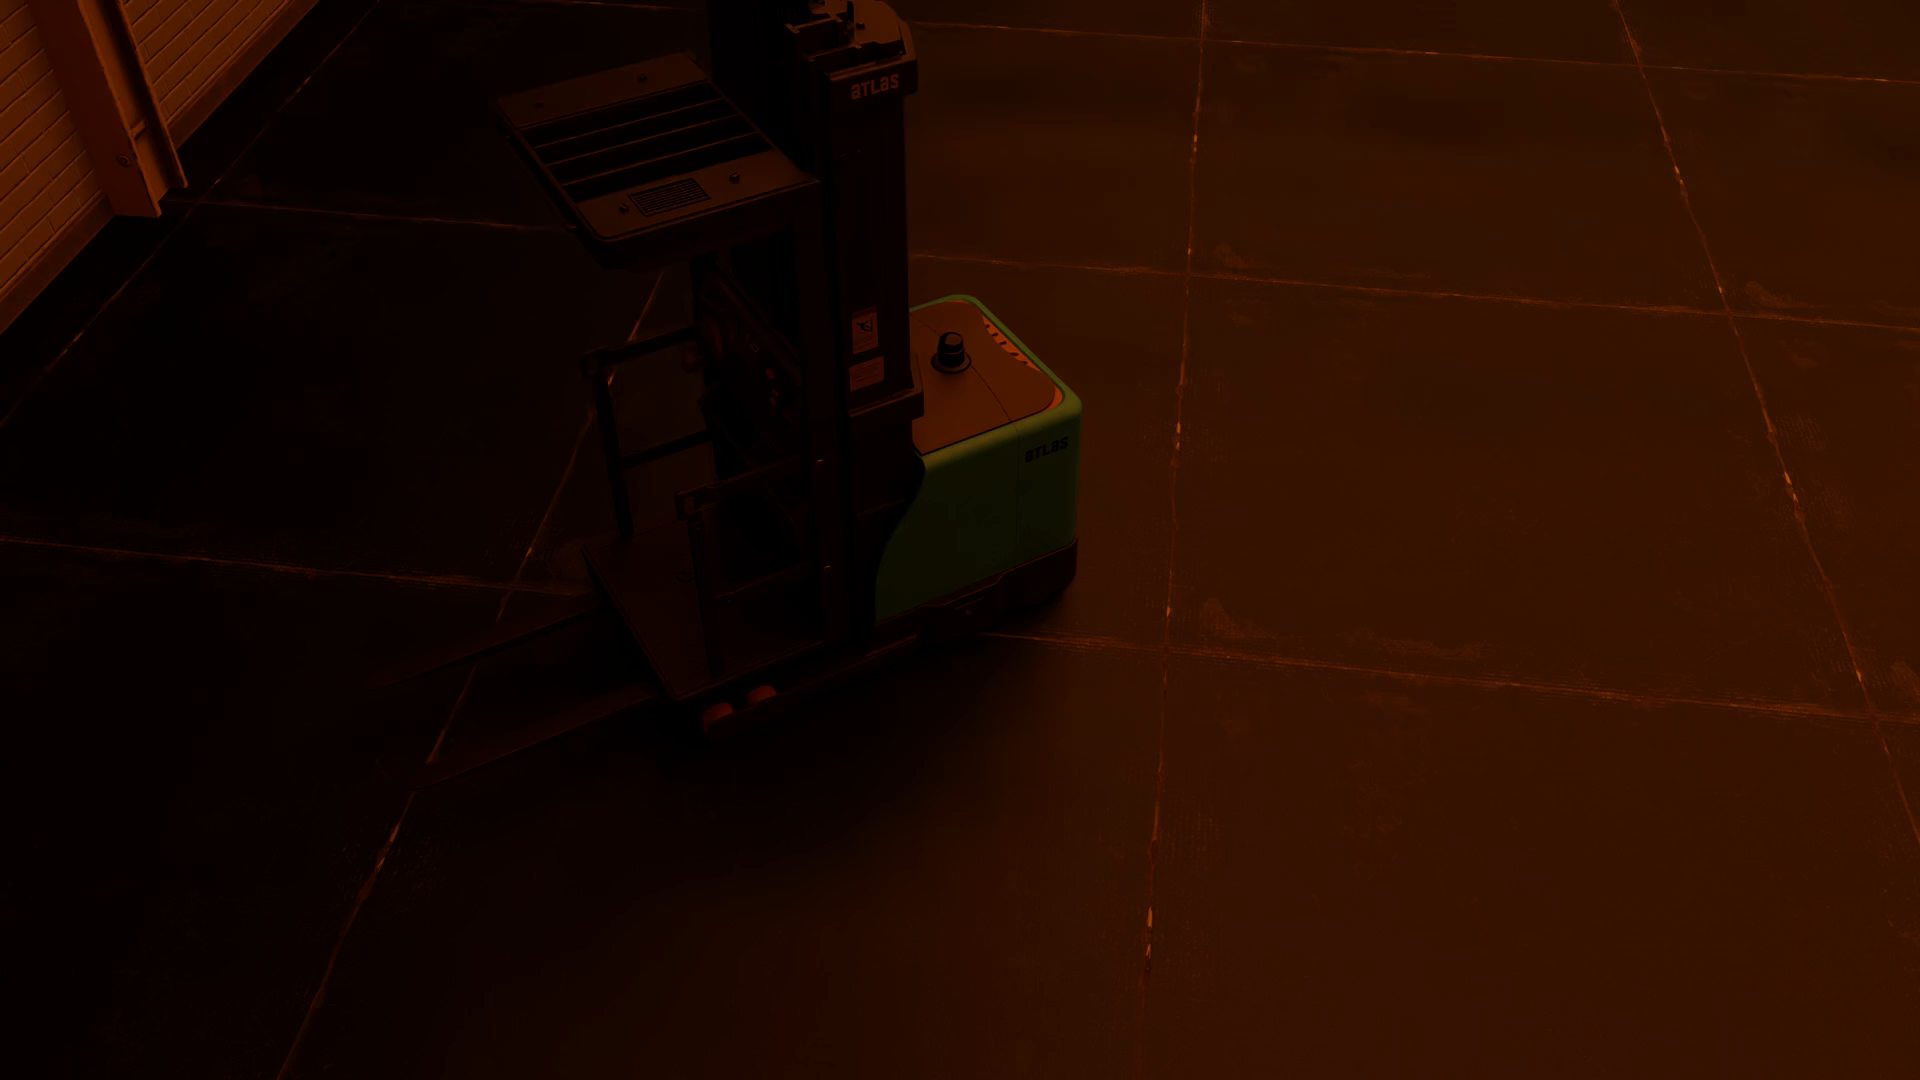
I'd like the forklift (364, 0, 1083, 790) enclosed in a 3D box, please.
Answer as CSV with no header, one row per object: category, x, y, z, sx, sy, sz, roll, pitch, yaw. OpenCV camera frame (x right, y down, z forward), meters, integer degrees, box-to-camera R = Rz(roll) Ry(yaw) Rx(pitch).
forklift,-1.005,-0.646,6.428,3.031,2.935,1.130,-21,47,-22
